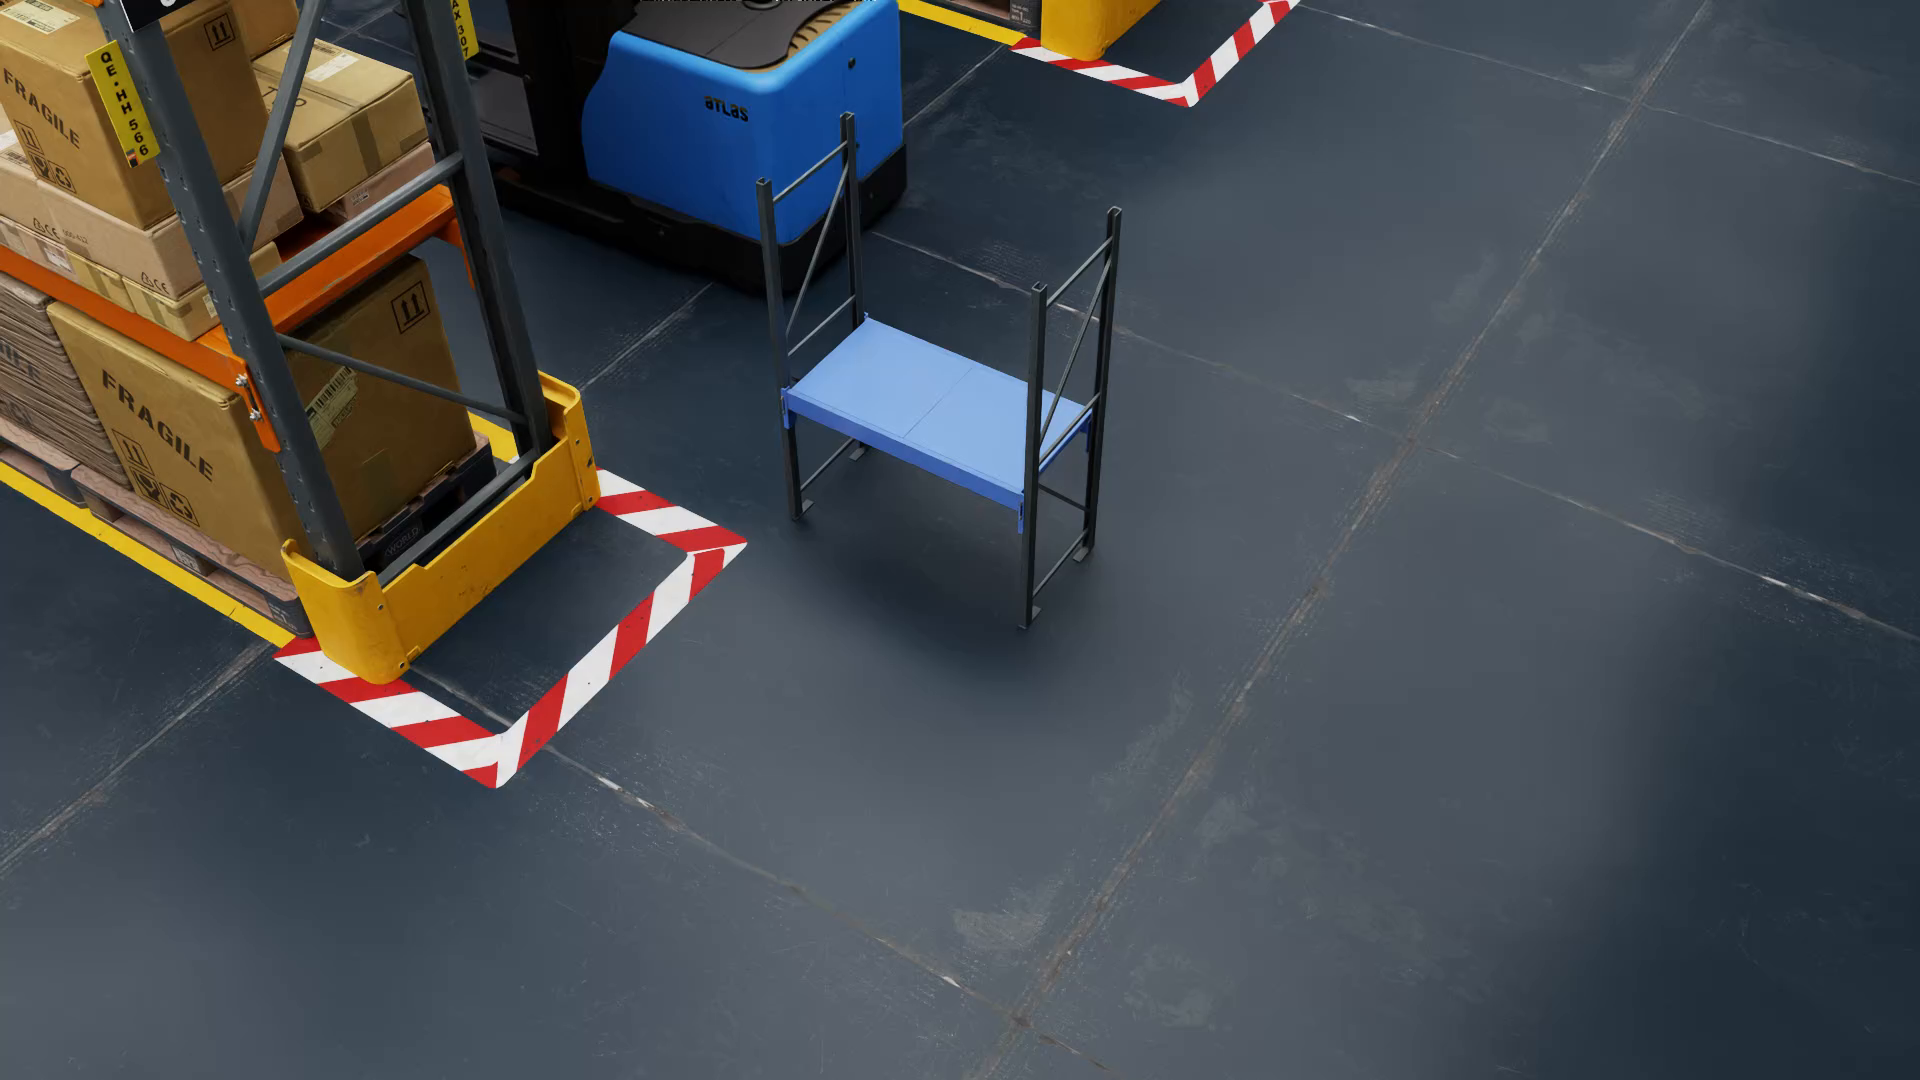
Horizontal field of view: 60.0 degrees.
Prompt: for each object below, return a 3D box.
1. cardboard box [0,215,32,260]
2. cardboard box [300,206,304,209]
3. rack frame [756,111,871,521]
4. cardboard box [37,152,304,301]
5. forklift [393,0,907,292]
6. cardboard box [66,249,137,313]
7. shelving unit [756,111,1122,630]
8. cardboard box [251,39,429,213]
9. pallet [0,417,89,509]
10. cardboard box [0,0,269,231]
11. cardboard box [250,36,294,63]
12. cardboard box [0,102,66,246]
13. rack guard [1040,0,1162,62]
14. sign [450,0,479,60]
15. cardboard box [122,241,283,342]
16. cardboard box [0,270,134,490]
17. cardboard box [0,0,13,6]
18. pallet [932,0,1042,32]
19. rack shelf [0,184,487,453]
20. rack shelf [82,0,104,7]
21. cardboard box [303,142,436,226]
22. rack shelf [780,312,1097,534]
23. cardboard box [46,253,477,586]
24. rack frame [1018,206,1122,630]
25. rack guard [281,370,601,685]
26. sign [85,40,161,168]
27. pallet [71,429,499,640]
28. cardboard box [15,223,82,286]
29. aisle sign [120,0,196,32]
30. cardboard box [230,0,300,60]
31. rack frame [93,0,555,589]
[{"bbox_3d":[-2.959,-1.100,5.403,0.250,0.149,0.380,26,51,23],"label":"cardboard box"},{"bbox_3d":[-2.178,-1.301,5.598,0.250,0.149,0.380,24,50,22],"label":"cardboard box"},{"bbox_3d":[-0.500,-0.753,5.935,0.032,1.500,0.500,25,51,22],"label":"rack frame"},{"bbox_3d":[-2.391,-1.032,5.059,0.500,0.250,0.500,24,50,22],"label":"cardboard box"},{"bbox_3d":[-1.777,-2.890,7.015,3.031,2.935,1.130,23,50,21],"label":"forklift"},{"bbox_3d":[-2.537,-0.905,5.213,0.250,0.149,0.380,25,51,22],"label":"cardboard box"},{"bbox_3d":[-0.072,-0.556,5.744,1.048,1.500,0.538,25,51,22],"label":"shelving unit"},{"bbox_3d":[-2.098,-1.354,5.371,0.500,0.250,0.500,23,50,21],"label":"cardboard box"},{"bbox_3d":[-3.578,-0.717,6.800,1.213,0.211,1.003,25,51,22],"label":"pallet"},{"bbox_3d":[-2.392,-1.296,4.792,0.500,0.500,0.500,25,51,23],"label":"cardboard box"},{"bbox_3d":[-2.540,-1.551,5.563,0.500,0.250,0.500,24,51,22],"label":"cardboard box"},{"bbox_3d":[-2.818,-1.229,5.250,0.500,0.250,0.500,24,50,21],"label":"cardboard box"},{"bbox_3d":[0.861,-3.071,8.885,0.348,0.500,1.175,25,51,22],"label":"rack guard"},{"bbox_3d":[-1.536,-1.615,5.069,0.005,0.325,0.100,25,51,22],"label":"sign"},{"bbox_3d":[-2.318,-0.805,5.116,0.250,0.149,0.380,26,51,23],"label":"cardboard box"},{"bbox_3d":[-3.188,-0.911,6.233,0.875,0.875,0.875,25,51,22],"label":"cardboard box"},{"bbox_3d":[-2.959,-2.006,5.482,0.500,0.500,0.500,23,50,21],"label":"cardboard box"},{"bbox_3d":[0.161,-3.314,9.324,1.213,0.211,1.003,25,51,22],"label":"pallet"},{"bbox_3d":[-3.524,-1.477,6.095,4.000,0.370,1.077,25,51,22],"label":"rack shelf"},{"bbox_3d":[-3.524,-2.522,5.020,4.000,0.370,1.077,25,51,22],"label":"rack shelf"},{"bbox_3d":[-1.961,-1.203,5.502,0.250,0.149,0.380,25,51,23],"label":"cardboard box"},{"bbox_3d":[-0.072,-0.430,5.873,1.000,0.185,0.538,25,51,22],"label":"rack shelf"},{"bbox_3d":[-2.422,-0.559,5.890,0.875,0.875,0.875,25,51,22],"label":"cardboard box"},{"bbox_3d":[0.356,-0.359,5.553,0.032,1.500,0.500,25,51,22],"label":"rack frame"},{"bbox_3d":[-1.820,-0.073,5.972,0.348,0.500,1.175,25,51,22],"label":"rack guard"},{"bbox_3d":[-2.145,-1.117,4.272,0.005,0.325,0.100,25,51,22],"label":"sign"},{"bbox_3d":[-2.555,-0.244,6.340,1.213,0.211,1.003,25,51,22],"label":"pallet"},{"bbox_3d":[-2.749,-1.003,5.308,0.250,0.149,0.380,25,51,22],"label":"cardboard box"},{"bbox_3d":[-1.942,-1.650,3.950,0.004,0.787,0.394,25,51,22],"label":"aisle sign"},{"bbox_3d":[-2.519,-1.809,5.290,0.500,0.500,0.500,24,50,21],"label":"cardboard box"},{"bbox_3d":[-1.840,-0.953,5.085,0.127,3.000,1.000,25,51,22],"label":"rack frame"}]
